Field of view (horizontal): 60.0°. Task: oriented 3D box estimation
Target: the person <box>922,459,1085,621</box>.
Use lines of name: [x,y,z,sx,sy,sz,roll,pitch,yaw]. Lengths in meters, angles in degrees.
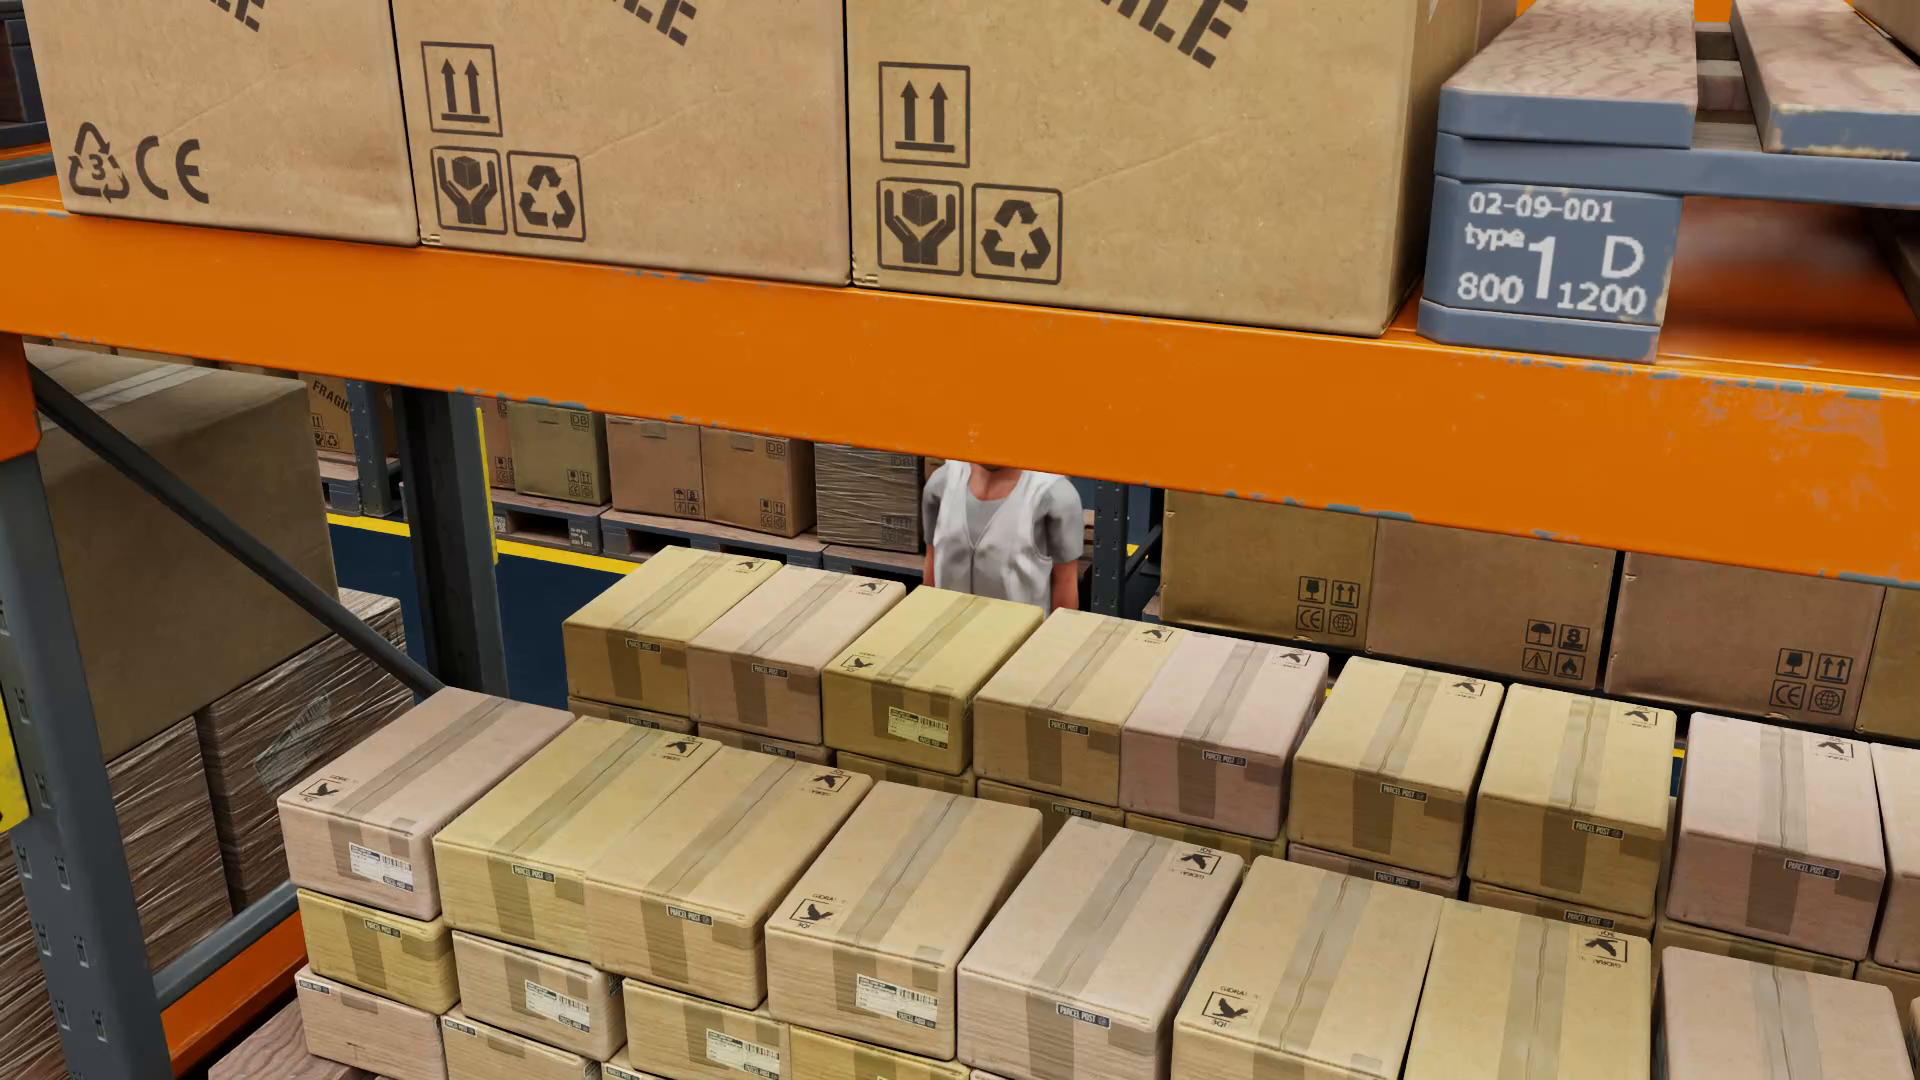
person: [0.108,0.344,5.211,0.523,1.787,0.346,9,24,22]
